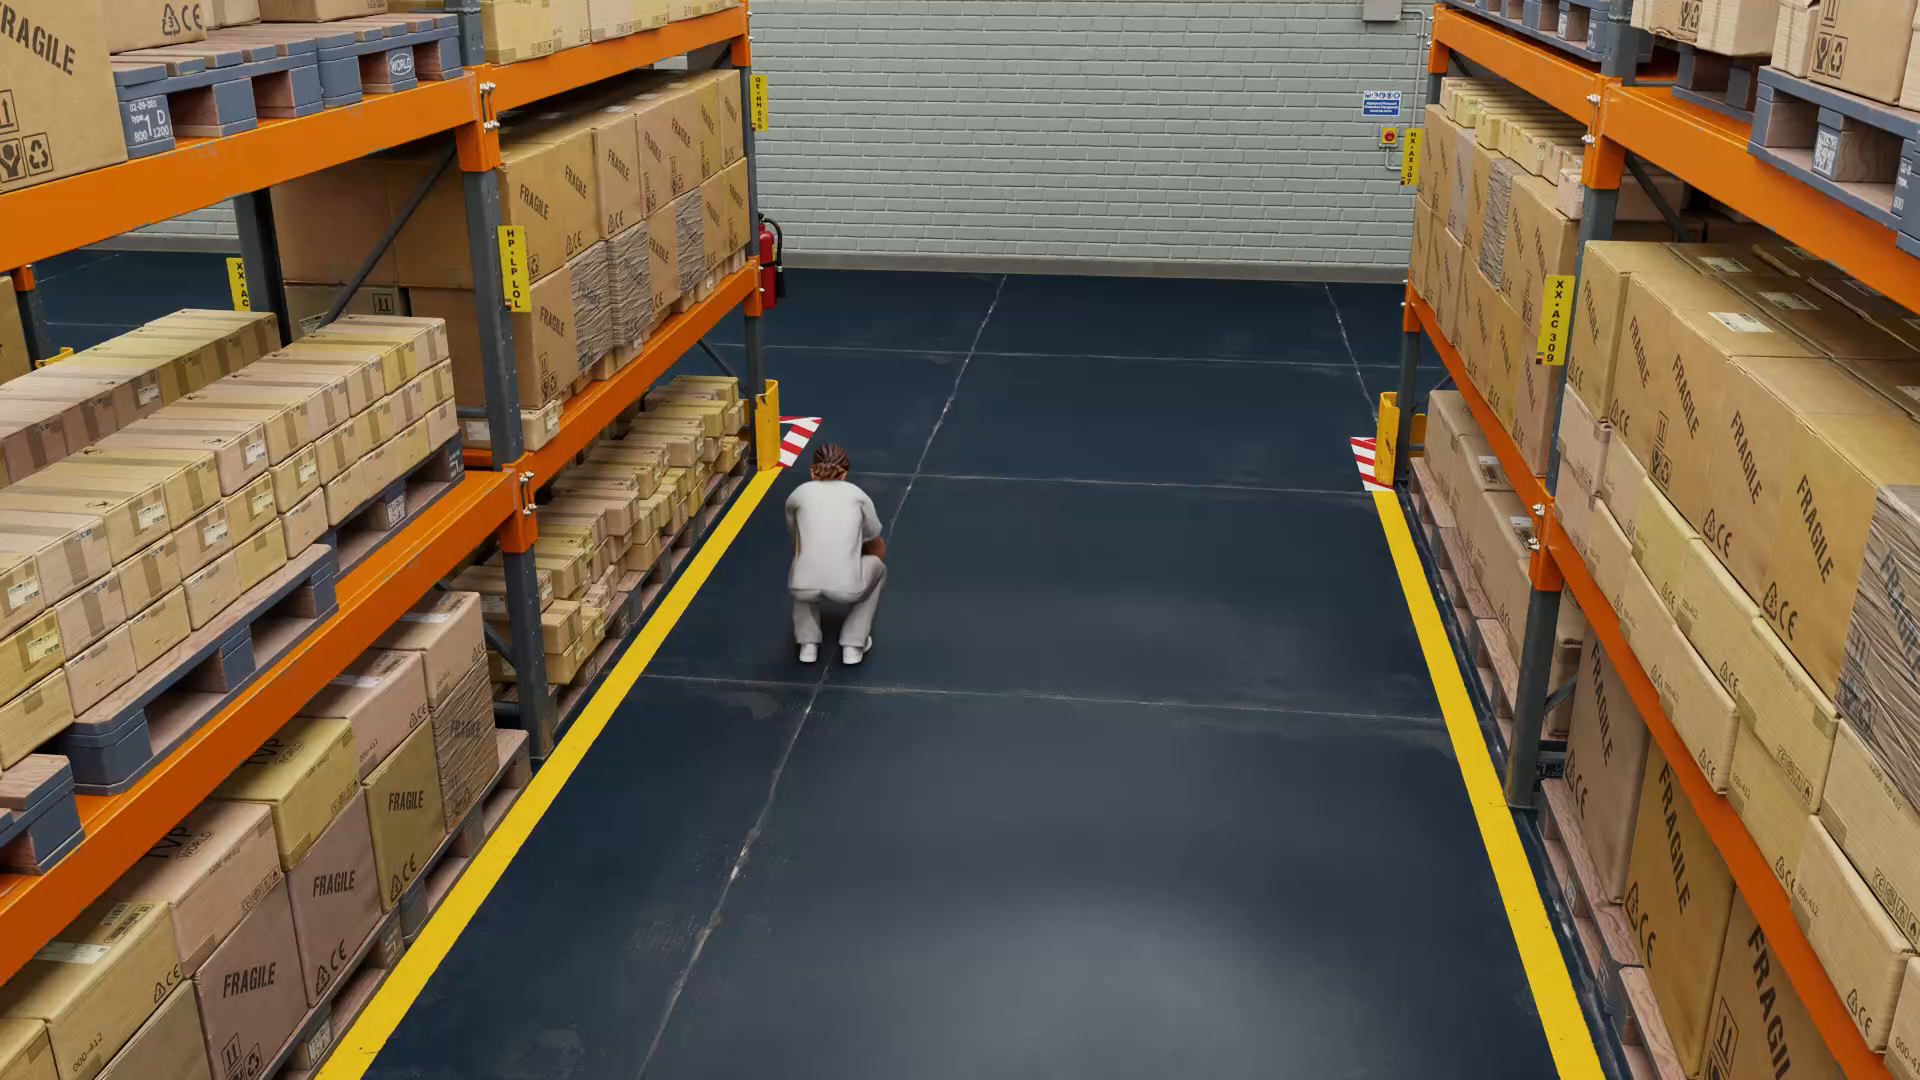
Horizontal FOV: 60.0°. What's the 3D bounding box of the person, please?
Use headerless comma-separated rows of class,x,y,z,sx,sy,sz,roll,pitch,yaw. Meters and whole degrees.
person,-0.614,0.060,7.960,0.488,0.935,0.803,2,21,6
